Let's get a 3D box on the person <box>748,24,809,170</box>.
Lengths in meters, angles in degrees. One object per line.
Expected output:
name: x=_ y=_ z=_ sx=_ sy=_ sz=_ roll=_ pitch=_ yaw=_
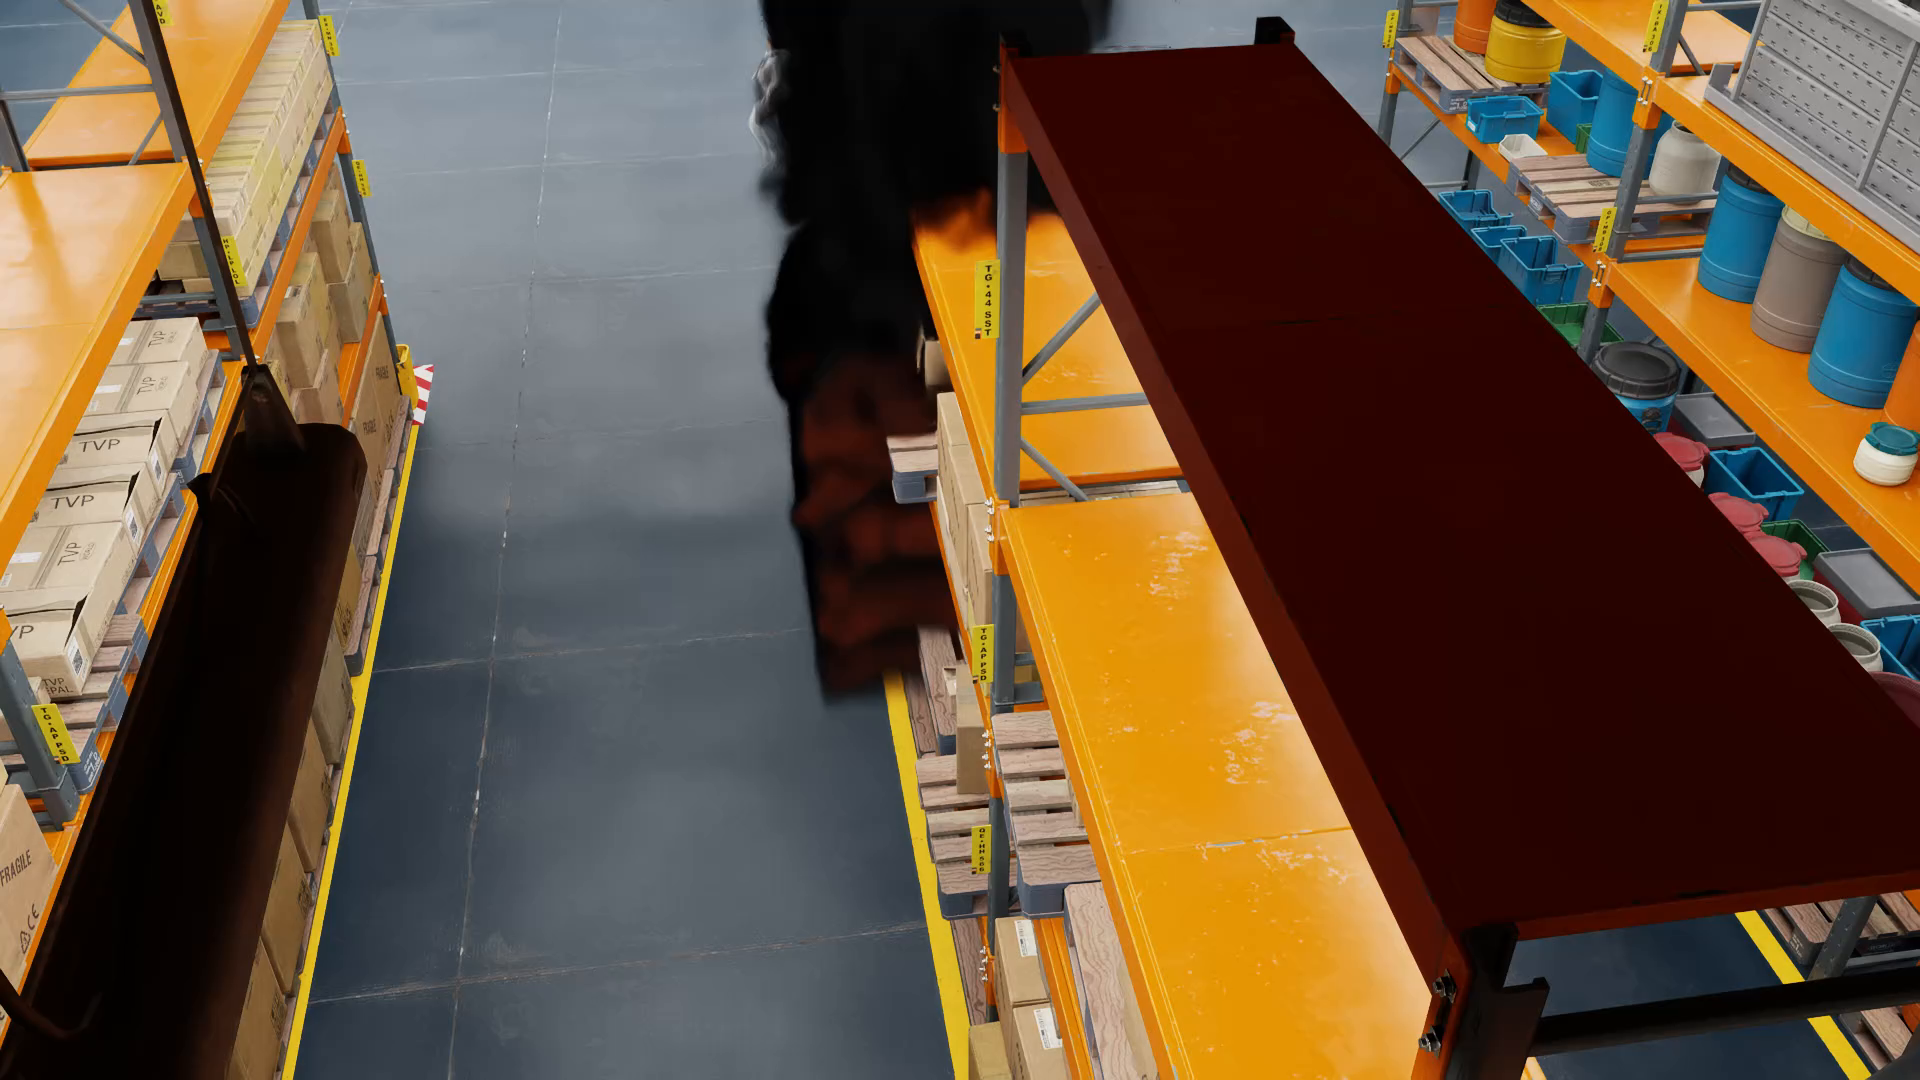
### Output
person: x=-2.094 y=-4.972 z=18.833 sx=0.706 sy=1.711 sz=0.618 roll=17 pitch=39 yaw=21
